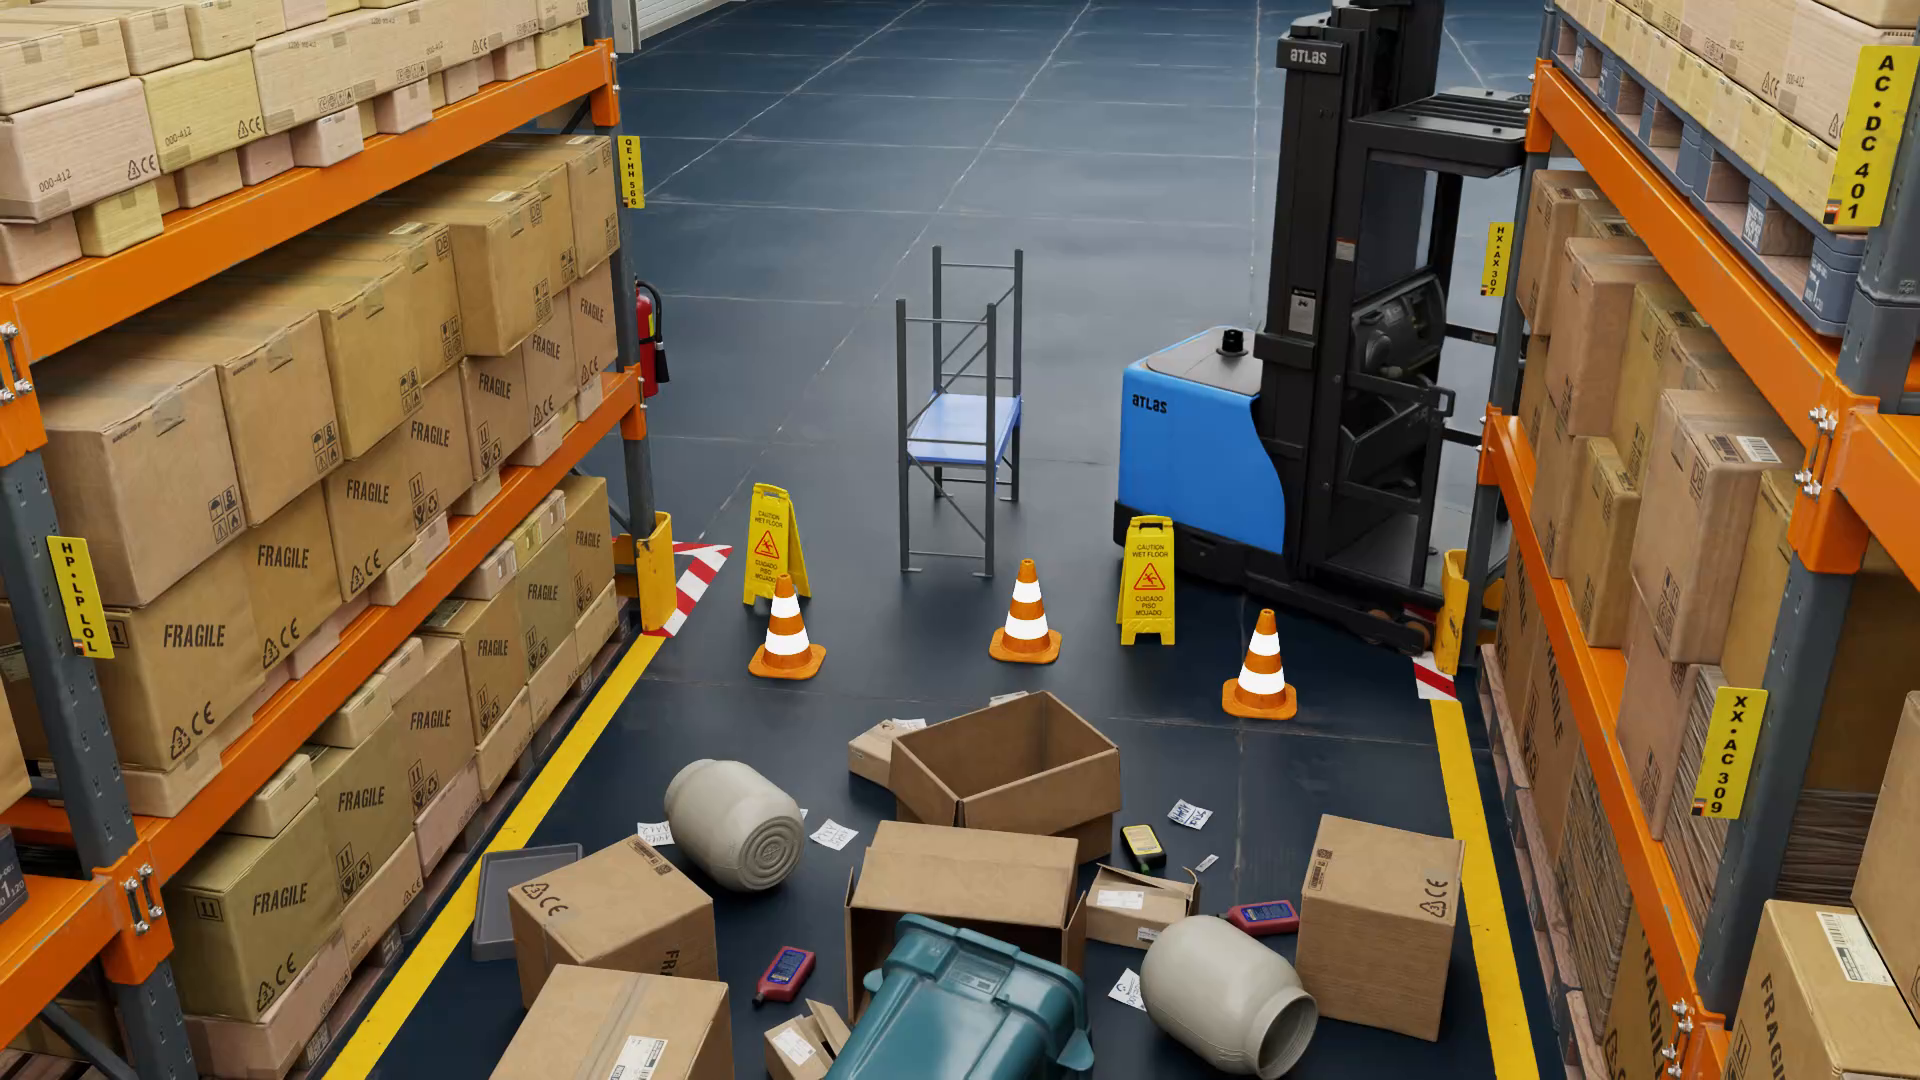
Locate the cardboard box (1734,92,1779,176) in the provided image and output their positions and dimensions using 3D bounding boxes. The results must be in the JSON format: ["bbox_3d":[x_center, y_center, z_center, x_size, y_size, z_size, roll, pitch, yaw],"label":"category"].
[{"bbox_3d":[2.040,-0.939,3.862,0.380,0.149,0.250,4,25,9],"label":"cardboard box"}]

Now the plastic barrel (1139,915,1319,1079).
[{"bbox_3d":[0.886,1.516,5.512,0.421,0.421,0.512,-20,32,-36],"label":"plastic barrel"}]

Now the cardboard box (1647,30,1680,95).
[{"bbox_3d":[2.207,-1.363,4.769,0.380,0.149,0.250,4,25,8],"label":"cardboard box"}]

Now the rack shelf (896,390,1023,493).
[{"bbox_3d":[0.014,-0.552,9.085,0.538,0.185,1.000,4,25,9],"label":"rack shelf"}]

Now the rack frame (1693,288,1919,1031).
[{"bbox_3d":[2.214,0.930,3.725,1.000,3.000,0.127,4,25,9],"label":"rack frame"}]

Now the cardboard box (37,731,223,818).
[{"bbox_3d":[-2.318,0.633,4.655,0.380,0.149,0.250,4,25,8],"label":"cardboard box"}]

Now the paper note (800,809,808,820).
[{"bbox_3d":[-0.652,1.138,6.808,0.032,0.001,0.123,4,25,9],"label":"paper note"}]

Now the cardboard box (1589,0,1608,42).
[{"bbox_3d":[2.372,-1.785,5.670,0.380,0.149,0.250,4,25,9],"label":"cardboard box"}]

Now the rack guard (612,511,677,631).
[{"bbox_3d":[-2.044,0.120,8.404,1.175,0.500,0.348,4,25,9],"label":"rack guard"}]

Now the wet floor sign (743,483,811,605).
[{"bbox_3d":[-0.945,0.017,8.452,0.267,0.644,0.232,13,28,26],"label":"wet floor sign"}]

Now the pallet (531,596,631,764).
[{"bbox_3d":[-2.212,0.588,7.744,1.003,0.211,1.213,4,25,9],"label":"pallet"}]

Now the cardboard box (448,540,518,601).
[{"bbox_3d":[-1.988,0.104,6.588,0.380,0.149,0.250,5,26,11],"label":"cardboard box"}]

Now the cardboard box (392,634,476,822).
[{"bbox_3d":[-2.161,0.675,6.133,0.500,0.500,0.500,5,26,11],"label":"cardboard box"}]

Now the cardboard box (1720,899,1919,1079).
[{"bbox_3d":[1.863,1.086,3.274,0.500,0.500,0.500,4,25,9],"label":"cardboard box"}]

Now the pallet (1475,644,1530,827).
[{"bbox_3d":[2.815,0.860,7.165,1.003,0.211,1.213,4,25,9],"label":"pallet"}]

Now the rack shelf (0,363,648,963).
[{"bbox_3d":[-2.359,0.118,6.307,1.077,0.370,4.000,4,25,9],"label":"rack shelf"}]

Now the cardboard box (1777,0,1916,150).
[{"bbox_3d":[2.041,-0.955,3.426,0.500,0.250,0.500,4,25,8],"label":"cardboard box"}]

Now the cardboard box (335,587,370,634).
[{"bbox_3d":[-2.227,0.196,5.589,0.380,0.149,0.250,4,25,8],"label":"cardboard box"}]

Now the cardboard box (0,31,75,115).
[{"bbox_3d":[-2.312,-1.086,3.849,0.380,0.149,0.250,4,25,8],"label":"cardboard box"}]

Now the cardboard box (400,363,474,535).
[{"bbox_3d":[-2.122,-0.349,5.989,0.500,0.500,0.500,4,25,9],"label":"cardboard box"}]

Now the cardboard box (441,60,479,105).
[{"bbox_3d":[-2.001,-1.696,6.093,0.380,0.149,0.250,4,25,8],"label":"cardboard box"}]

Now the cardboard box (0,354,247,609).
[{"bbox_3d":[-2.400,-0.173,4.433,0.700,0.500,0.500,4,25,8],"label":"cardboard box"}]

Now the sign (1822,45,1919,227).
[{"bbox_3d":[1.667,-0.737,3.044,0.100,0.325,0.005,4,25,9],"label":"sign"}]

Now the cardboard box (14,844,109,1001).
[{"bbox_3d":[-2.854,1.079,5.271,0.500,0.500,0.500,4,25,8],"label":"cardboard box"}]

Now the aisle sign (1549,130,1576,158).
[{"bbox_3d":[2.584,-1.971,6.856,0.394,0.787,0.004,4,25,9],"label":"aisle sign"}]

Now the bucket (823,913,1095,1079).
[{"bbox_3d":[-0.038,1.507,4.560,0.726,0.611,0.620,13,38,26],"label":"bucket"}]

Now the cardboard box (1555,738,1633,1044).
[{"bbox_3d":[2.530,1.066,5.444,0.875,0.875,0.875,4,25,9],"label":"cardboard box"}]

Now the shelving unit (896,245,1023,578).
[{"bbox_3d":[0.014,-0.715,9.008,0.538,1.500,1.048,4,25,9],"label":"shelving unit"}]

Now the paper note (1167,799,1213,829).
[{"bbox_3d":[0.944,1.123,6.817,0.144,0.017,0.142,13,28,26],"label":"paper note"}]

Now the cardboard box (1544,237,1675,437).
[{"bbox_3d":[2.545,-0.686,5.728,0.875,0.550,0.550,4,25,9],"label":"cardboard box"}]

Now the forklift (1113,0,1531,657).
[{"bbox_3d":[2.292,-1.016,7.963,3.031,2.935,1.130,19,31,35],"label":"forklift"}]

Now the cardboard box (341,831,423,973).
[{"bbox_3d":[-2.247,1.232,5.828,0.500,0.250,0.500,5,26,11],"label":"cardboard box"}]

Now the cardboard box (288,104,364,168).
[{"bbox_3d":[-2.096,-1.262,5.166,0.380,0.149,0.250,4,25,7],"label":"cardboard box"}]

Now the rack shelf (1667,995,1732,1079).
[{"bbox_3d":[1.887,2.092,2.091,1.077,0.370,4.000,4,25,9],"label":"rack shelf"}]

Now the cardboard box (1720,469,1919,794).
[{"bbox_3d":[2.309,0.221,3.789,0.875,0.550,0.550,4,25,9],"label":"cardboard box"}]

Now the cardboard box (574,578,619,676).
[{"bbox_3d":[-1.903,0.378,7.652,0.500,0.250,0.500,4,25,8],"label":"cardboard box"}]

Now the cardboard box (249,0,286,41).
[{"bbox_3d":[-2.186,-1.522,4.780,0.380,0.149,0.250,3,25,7],"label":"cardboard box"}]

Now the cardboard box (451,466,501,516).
[{"bbox_3d":[-2.022,-0.219,6.476,0.380,0.149,0.250,4,25,8],"label":"cardboard box"}]

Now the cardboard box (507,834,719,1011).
[{"bbox_3d":[-1.168,1.406,5.653,0.500,0.500,0.500,-20,32,-36],"label":"cardboard box"}]

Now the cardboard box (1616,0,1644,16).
[{"bbox_3d":[2.372,-1.796,5.224,0.500,0.250,0.500,4,25,8],"label":"cardboard box"}]

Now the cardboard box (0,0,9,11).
[{"bbox_3d":[-2.752,-1.341,4.395,0.380,0.149,0.250,5,25,10],"label":"cardboard box"}]

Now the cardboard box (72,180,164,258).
[{"bbox_3d":[-2.292,-0.835,4.253,0.380,0.149,0.250,4,25,9],"label":"cardboard box"}]

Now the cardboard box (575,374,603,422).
[{"bbox_3d":[-1.814,-0.645,7.386,0.380,0.149,0.250,4,25,8],"label":"cardboard box"}]

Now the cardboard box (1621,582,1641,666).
[{"bbox_3d":[2.535,0.257,4.985,0.875,0.550,0.550,4,25,9],"label":"cardboard box"}]

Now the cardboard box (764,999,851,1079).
[{"bbox_3d":[-0.435,1.675,5.358,0.258,0.266,0.396,-14,29,-27],"label":"cardboard box"}]

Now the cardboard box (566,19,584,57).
[{"bbox_3d":[-1.814,-2.120,6.999,0.380,0.149,0.250,4,25,9],"label":"cardboard box"}]

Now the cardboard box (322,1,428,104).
[{"bbox_3d":[-2.094,-1.598,5.412,0.500,0.250,0.500,4,25,9],"label":"cardboard box"}]

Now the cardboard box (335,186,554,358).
[{"bbox_3d":[-1.972,-1.016,6.235,0.700,0.500,0.500,4,25,8],"label":"cardboard box"}]

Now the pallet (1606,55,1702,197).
[{"bbox_3d":[2.560,-1.239,4.925,1.003,0.211,1.213,4,25,9],"label":"pallet"}]
